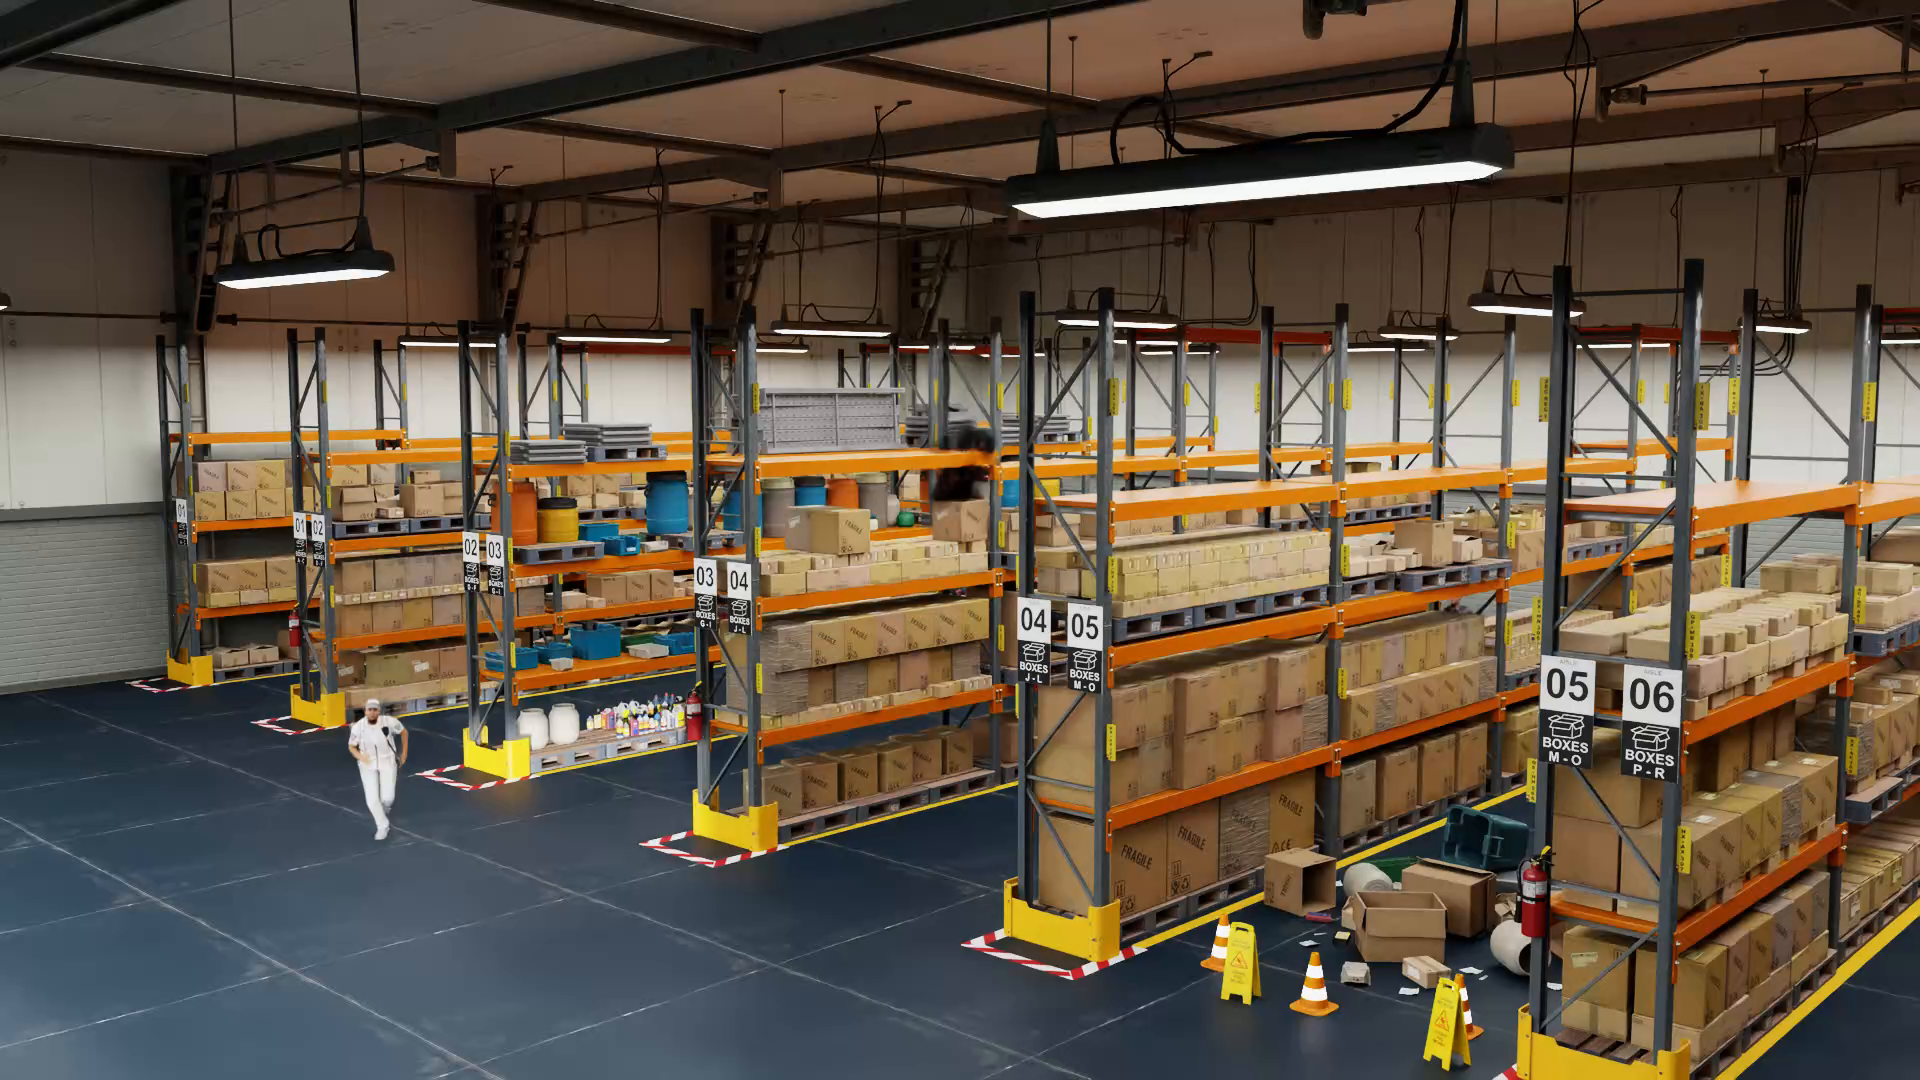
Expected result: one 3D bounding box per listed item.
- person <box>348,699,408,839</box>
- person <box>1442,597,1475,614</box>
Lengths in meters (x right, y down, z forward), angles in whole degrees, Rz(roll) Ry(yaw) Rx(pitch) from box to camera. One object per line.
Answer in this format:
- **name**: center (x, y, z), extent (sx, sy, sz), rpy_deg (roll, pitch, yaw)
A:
- **person**: center (-6.637, 2.601, 18.991), extent (0.639, 1.623, 0.621), rpy_deg (-2, 6, -18)
- **person**: center (8.321, 1.717, 27.884), extent (0.666, 1.716, 0.852), rpy_deg (5, 7, 40)
